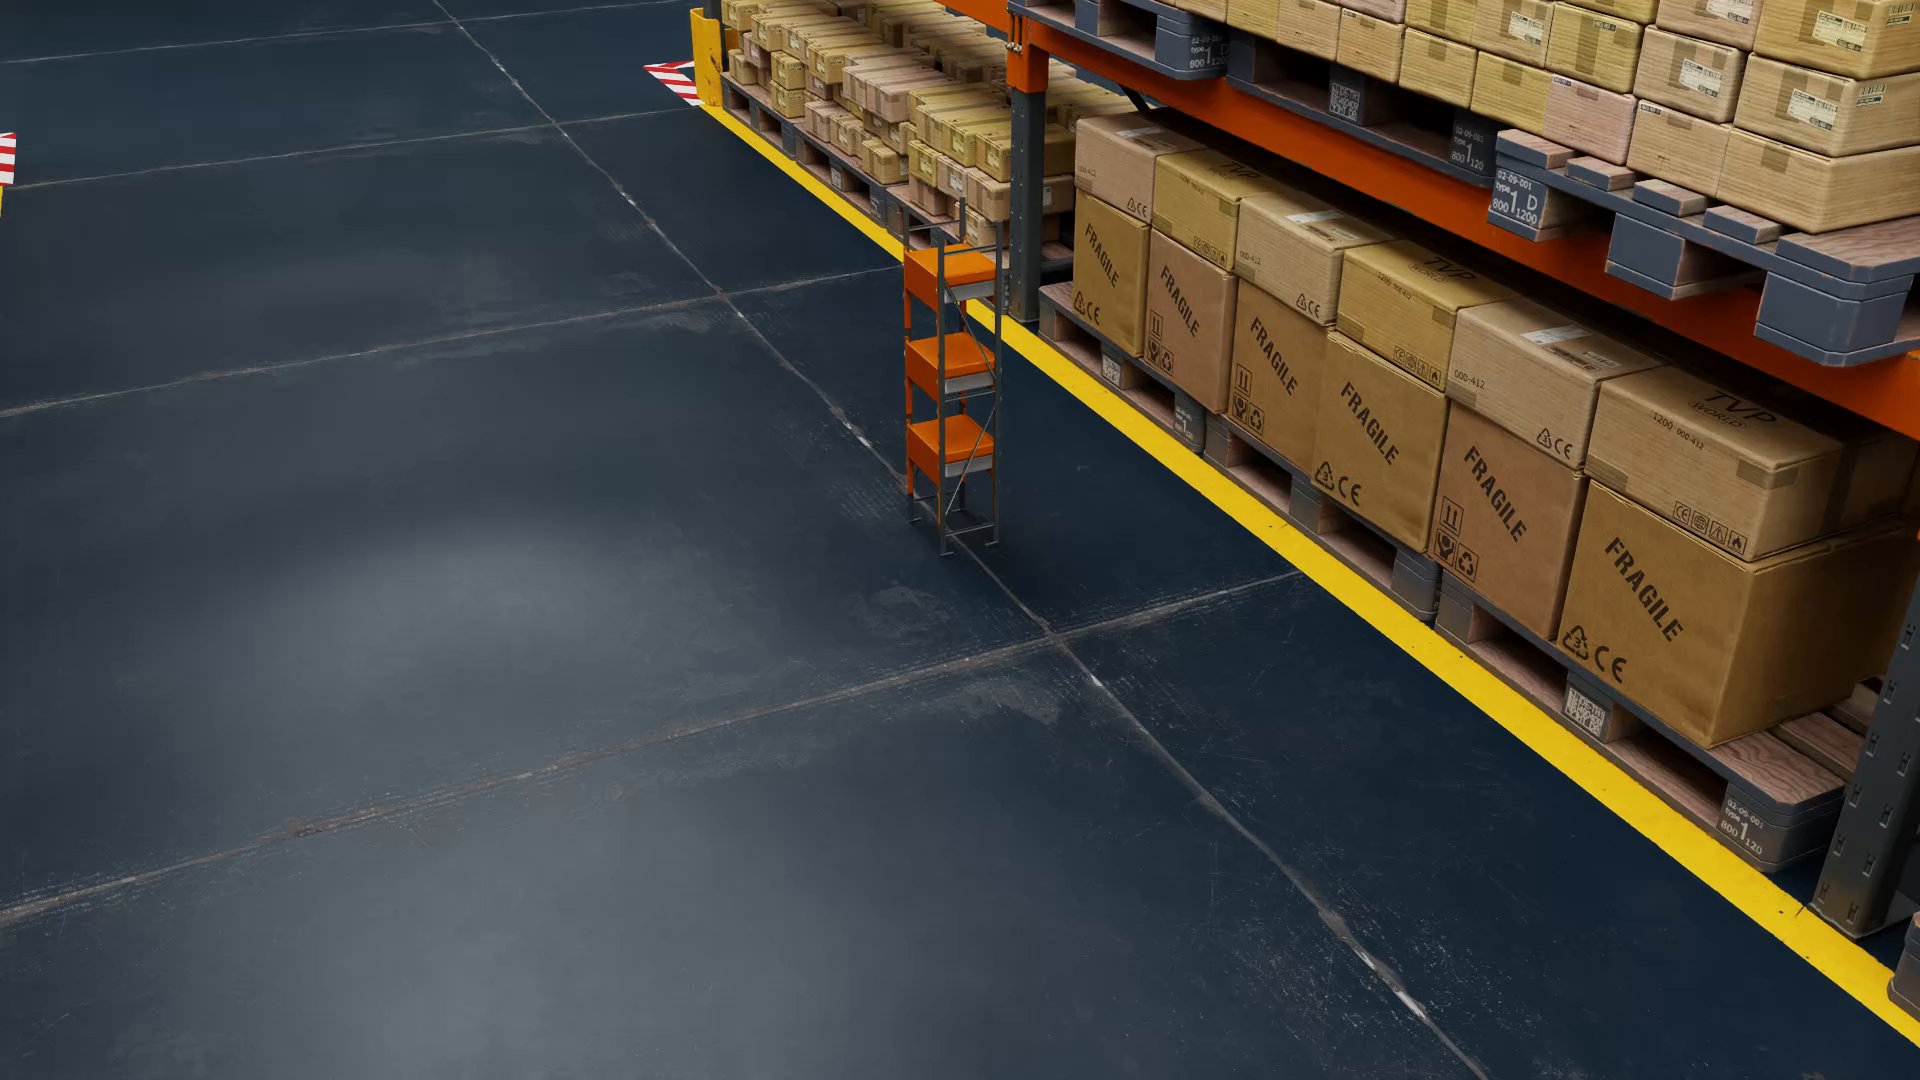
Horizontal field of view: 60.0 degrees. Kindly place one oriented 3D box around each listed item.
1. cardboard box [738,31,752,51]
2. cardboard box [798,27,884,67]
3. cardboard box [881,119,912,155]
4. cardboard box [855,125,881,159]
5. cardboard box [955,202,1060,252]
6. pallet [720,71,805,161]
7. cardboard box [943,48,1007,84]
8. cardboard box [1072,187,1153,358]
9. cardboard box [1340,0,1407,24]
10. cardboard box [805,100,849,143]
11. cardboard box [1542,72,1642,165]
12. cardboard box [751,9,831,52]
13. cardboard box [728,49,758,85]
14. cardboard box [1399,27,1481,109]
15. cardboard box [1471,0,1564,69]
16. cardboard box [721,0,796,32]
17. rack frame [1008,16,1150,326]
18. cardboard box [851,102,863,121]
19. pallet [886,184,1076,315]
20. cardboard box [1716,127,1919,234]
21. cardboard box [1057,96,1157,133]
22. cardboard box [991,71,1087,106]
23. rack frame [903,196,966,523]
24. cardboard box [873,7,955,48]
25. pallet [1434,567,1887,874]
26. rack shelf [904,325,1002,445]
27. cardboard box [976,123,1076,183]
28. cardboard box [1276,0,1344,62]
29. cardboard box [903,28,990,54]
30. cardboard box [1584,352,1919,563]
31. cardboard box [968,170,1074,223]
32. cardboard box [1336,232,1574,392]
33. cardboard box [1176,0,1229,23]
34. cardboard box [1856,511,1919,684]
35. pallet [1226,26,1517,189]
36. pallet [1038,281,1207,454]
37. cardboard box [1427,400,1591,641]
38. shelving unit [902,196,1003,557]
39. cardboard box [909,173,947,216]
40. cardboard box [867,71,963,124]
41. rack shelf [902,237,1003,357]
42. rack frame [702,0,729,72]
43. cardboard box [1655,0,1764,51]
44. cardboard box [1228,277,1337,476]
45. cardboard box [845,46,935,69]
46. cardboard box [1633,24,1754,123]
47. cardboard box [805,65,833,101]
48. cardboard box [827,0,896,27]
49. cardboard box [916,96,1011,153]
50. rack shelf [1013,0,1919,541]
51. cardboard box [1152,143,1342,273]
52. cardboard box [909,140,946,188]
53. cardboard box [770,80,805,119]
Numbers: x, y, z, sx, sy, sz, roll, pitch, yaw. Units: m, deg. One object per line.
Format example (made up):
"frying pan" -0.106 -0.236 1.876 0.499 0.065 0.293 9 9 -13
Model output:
"cardboard box" -1.048 -2.869 9.481 0.380 0.149 0.250 -12 31 -20
"cardboard box" -0.611 -2.530 8.572 0.380 0.149 0.250 -12 31 -20
"cardboard box" -0.150 -1.931 7.808 0.380 0.149 0.250 -12 32 -21
"cardboard box" -0.295 -1.946 8.139 0.380 0.149 0.250 -12 32 -21
"cardboard box" 0.200 -1.359 7.093 0.380 0.149 0.250 -13 32 -21
"pallet" -0.691 -2.469 9.437 1.003 0.211 1.213 -13 32 -22
"cardboard box" 0.138 -2.291 8.147 0.380 0.149 0.250 -14 32 -24
"cardboard box" 0.754 -1.029 6.144 0.500 0.500 0.500 -12 31 -20
"cardboard box" 1.215 -1.446 4.286 0.380 0.149 0.250 -12 32 -21
"cardboard box" -0.571 -2.162 8.525 0.380 0.149 0.250 -15 32 -24
"cardboard box" 1.551 -0.970 3.740 0.380 0.149 0.250 -13 32 -21
"cardboard box" -0.903 -2.747 8.958 0.380 0.149 0.250 -13 32 -22
"cardboard box" -1.105 -2.726 9.530 0.380 0.149 0.250 -12 32 -21
"cardboard box" 1.330 -1.199 4.149 0.380 0.149 0.250 -15 32 -24
"cardboard box" 1.432 -1.221 3.884 0.380 0.149 0.250 -13 32 -22
"cardboard box" -1.123 -2.981 9.377 0.380 0.149 0.250 -15 32 -24
"rack frame" 0.676 -2.318 6.317 1.000 3.000 0.127 -13 32 -22
"cardboard box" -0.323 -2.181 8.253 0.380 0.149 0.250 -12 31 -20
"pallet" 0.356 -1.391 7.515 1.003 0.211 1.213 -13 32 -22
"cardboard box" 1.767 -0.746 3.341 0.380 0.149 0.250 -13 32 -21
"cardboard box" 0.651 -1.847 7.354 0.380 0.149 0.250 -11 31 -20
"cardboard box" 0.365 -2.059 7.732 0.380 0.149 0.250 -14 32 -23
"rack frame" -0.075 -0.535 5.131 0.200 1.050 0.008 -13 32 -22
"cardboard box" -0.249 -2.765 8.991 0.380 0.149 0.250 -14 32 -24
"pallet" 2.059 0.320 4.464 1.003 0.211 1.213 -13 32 -22
"rack shelf" -0.023 -0.472 5.041 0.215 0.259 0.240 -13 32 -22
"cardboard box" 0.289 -1.620 6.949 0.380 0.149 0.250 -12 31 -21
"cardboard box" 1.101 -1.433 4.567 0.380 0.149 0.250 -15 32 -24
"cardboard box" -0.070 -2.518 8.551 0.380 0.149 0.250 -14 32 -24
"cardboard box" 1.863 -0.218 3.932 0.500 0.250 0.500 -14 32 -23
"cardboard box" 0.254 -1.460 6.968 0.380 0.149 0.250 -12 32 -21
"cardboard box" 1.433 -0.667 4.732 0.500 0.250 0.500 -12 32 -21
"cardboard box" 0.875 -1.665 4.980 0.380 0.149 0.250 -15 32 -24
"cardboard box" 2.320 -0.010 4.327 0.500 0.500 0.500 -15 32 -24
"pallet" 1.507 -1.333 4.757 1.003 0.211 1.213 -13 32 -22
"pallet" 1.012 -0.758 6.386 1.003 0.211 1.213 -13 32 -22
"cardboard box" 1.655 -0.110 4.505 0.500 0.500 0.500 -12 31 -20
"shelving unit" -0.023 -0.482 5.035 0.215 1.050 0.252 -13 32 -22
"cardboard box" -0.007 -1.595 7.513 0.380 0.149 0.250 -14 32 -24
"cardboard box" -0.211 -2.064 7.741 0.380 0.149 0.250 -15 32 -24
"rack shelf" -0.023 -0.720 4.902 0.215 0.259 0.240 -13 32 -22
"rack frame" -1.041 -4.085 9.468 1.000 3.000 0.127 -13 32 -22
"cardboard box" 1.663 -1.116 3.392 0.380 0.149 0.250 -13 32 -23
"cardboard box" 1.220 -0.567 5.320 0.500 0.500 0.500 -13 32 -21
"cardboard box" -0.346 -2.313 8.185 0.380 0.149 0.250 -13 32 -22
"cardboard box" 1.654 -0.995 3.480 0.380 0.149 0.250 -12 31 -20
"cardboard box" -0.584 -2.413 8.668 0.380 0.149 0.250 -15 32 -24
"cardboard box" -0.529 -2.980 9.375 0.380 0.149 0.250 -12 32 -21
"cardboard box" 0.030 -1.833 7.329 0.380 0.149 0.250 -13 32 -22
"rack shelf" 1.535 -1.121 4.917 1.077 0.370 4.000 -13 32 -22
"cardboard box" 0.986 -1.121 5.542 0.500 0.250 0.500 -12 32 -21
"cardboard box" -0.004 -1.691 7.381 0.380 0.149 0.250 -14 32 -24
"cardboard box" -0.795 -2.383 8.919 0.380 0.149 0.250 -13 32 -21
